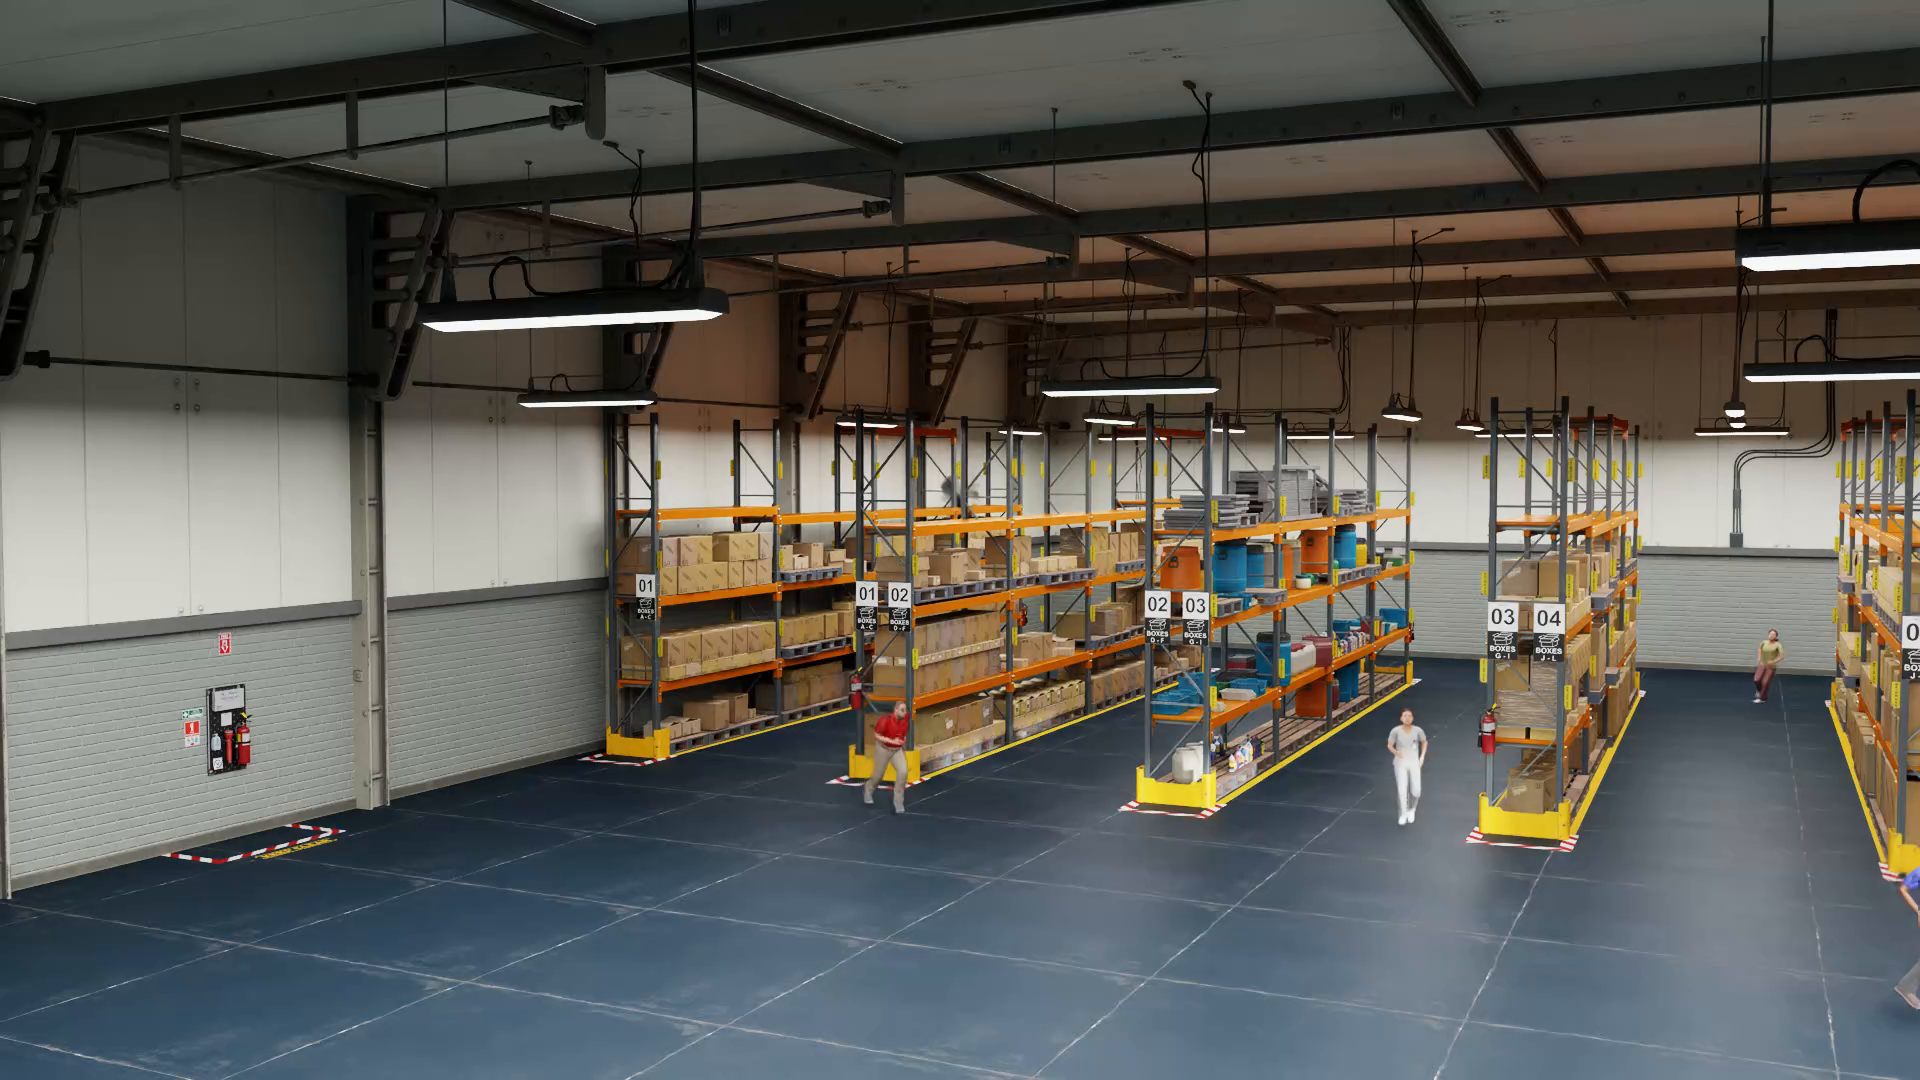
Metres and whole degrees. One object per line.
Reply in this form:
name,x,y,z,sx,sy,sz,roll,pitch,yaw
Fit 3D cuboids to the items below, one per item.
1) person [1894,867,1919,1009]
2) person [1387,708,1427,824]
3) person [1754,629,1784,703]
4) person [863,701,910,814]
person,8.861,3.537,15.100,0.566,1.699,0.774,-2,3,-33
person,6.302,3.193,23.390,0.566,1.636,0.544,0,2,8
person,17.275,2.705,35.521,0.511,1.610,0.622,-2,3,-45
person,-1.075,3.184,24.531,0.705,1.715,1.012,-2,3,-39
